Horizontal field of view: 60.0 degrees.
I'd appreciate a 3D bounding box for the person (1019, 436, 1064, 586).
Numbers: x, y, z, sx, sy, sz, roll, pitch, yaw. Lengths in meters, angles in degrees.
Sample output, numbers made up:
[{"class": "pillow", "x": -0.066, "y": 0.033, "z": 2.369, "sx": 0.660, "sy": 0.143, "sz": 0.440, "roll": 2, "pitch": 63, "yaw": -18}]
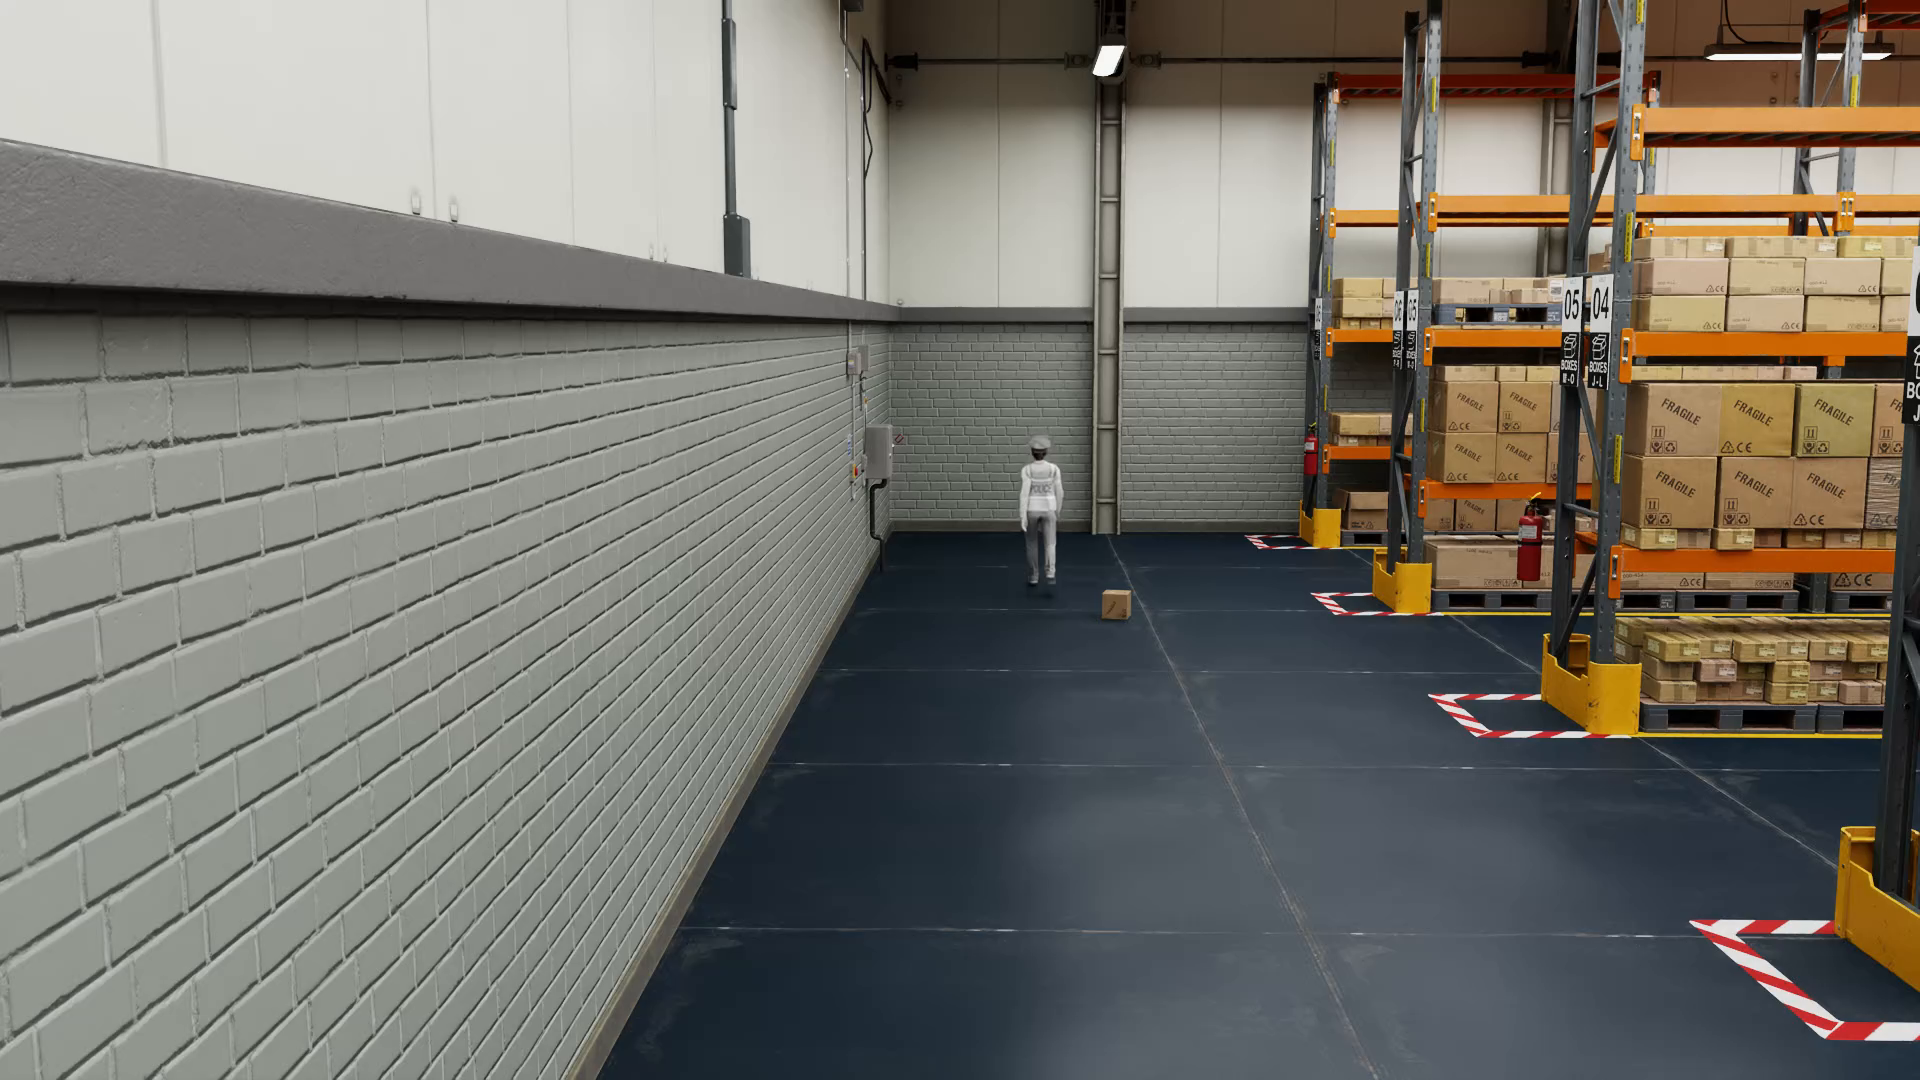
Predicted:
[{"class": "person", "x": 0.878, "y": -0.305, "z": 18.001, "sx": 0.487, "sy": 1.635, "sz": 0.960, "roll": 0, "pitch": 7, "yaw": 0}]
